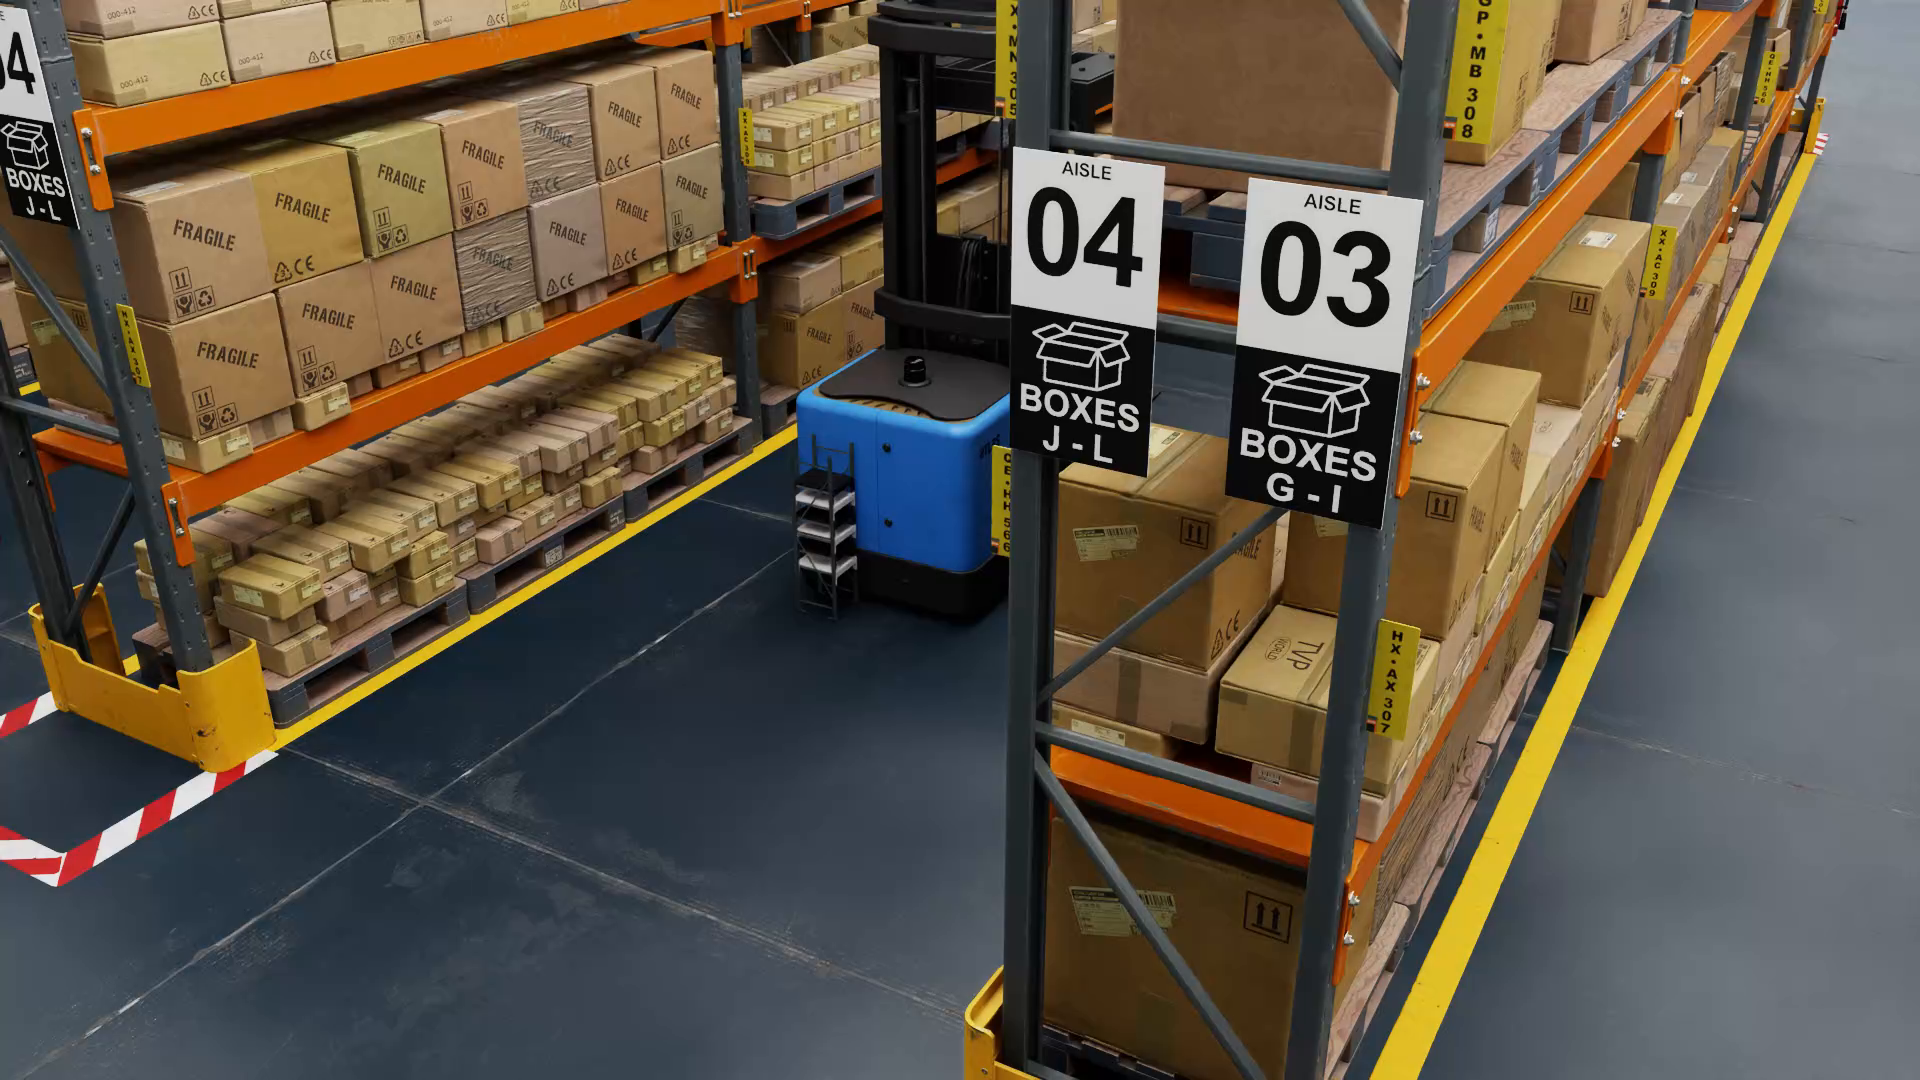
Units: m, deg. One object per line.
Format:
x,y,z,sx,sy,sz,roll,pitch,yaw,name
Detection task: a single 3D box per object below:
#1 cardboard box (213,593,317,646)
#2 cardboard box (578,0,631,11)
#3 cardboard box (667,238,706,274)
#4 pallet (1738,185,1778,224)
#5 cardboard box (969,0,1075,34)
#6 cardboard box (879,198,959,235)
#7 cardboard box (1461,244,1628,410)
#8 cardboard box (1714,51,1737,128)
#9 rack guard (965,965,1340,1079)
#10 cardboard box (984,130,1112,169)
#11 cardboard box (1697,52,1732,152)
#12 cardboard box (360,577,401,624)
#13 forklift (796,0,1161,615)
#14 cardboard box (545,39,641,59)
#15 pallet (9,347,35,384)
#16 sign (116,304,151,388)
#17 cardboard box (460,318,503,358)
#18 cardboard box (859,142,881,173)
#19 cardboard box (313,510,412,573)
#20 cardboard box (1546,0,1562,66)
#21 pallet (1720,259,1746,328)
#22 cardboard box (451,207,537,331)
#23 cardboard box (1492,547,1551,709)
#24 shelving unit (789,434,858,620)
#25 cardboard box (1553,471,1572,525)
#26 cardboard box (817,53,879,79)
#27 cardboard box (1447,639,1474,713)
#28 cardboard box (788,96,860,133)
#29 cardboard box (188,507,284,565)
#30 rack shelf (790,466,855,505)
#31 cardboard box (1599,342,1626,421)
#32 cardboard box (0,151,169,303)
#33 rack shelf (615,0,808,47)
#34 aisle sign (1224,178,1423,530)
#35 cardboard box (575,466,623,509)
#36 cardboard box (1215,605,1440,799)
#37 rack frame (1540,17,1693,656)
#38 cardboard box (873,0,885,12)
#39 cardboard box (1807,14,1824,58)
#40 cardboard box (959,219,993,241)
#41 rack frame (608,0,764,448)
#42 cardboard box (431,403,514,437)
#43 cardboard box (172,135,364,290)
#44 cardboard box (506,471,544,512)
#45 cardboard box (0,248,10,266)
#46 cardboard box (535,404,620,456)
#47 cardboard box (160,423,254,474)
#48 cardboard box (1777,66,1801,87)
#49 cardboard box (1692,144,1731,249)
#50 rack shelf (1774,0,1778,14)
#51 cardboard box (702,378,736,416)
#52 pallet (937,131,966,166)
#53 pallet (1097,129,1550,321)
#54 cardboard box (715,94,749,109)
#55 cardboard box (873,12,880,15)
-3.190,0.324,7.636,0.380,0.149,0.250,16,31,28,cardboard box
-1.966,-2.873,8.455,0.500,0.250,0.500,14,30,26,cardboard box
-1.672,-1.642,9.460,0.380,0.149,0.250,13,30,25,cardboard box
6.800,-3.050,15.108,1.003,0.211,1.213,14,30,26,pallet
0.494,-4.265,13.191,0.700,0.500,0.500,14,30,26,cardboard box
-0.347,-2.288,11.955,0.500,0.250,0.500,15,30,27,cardboard box
2.322,-0.879,6.652,0.500,0.500,0.500,15,30,27,cardboard box
4.951,-3.160,11.631,0.700,0.500,0.500,19,32,33,cardboard box
0.585,1.776,5.144,1.175,0.500,0.348,14,30,26,rack guard
0.642,-3.000,13.936,1.050,0.750,0.750,14,30,25,cardboard box
4.159,-2.681,10.022,0.797,0.503,0.637,15,30,28,cardboard box
-2.961,0.252,8.111,0.380,0.149,0.250,15,30,27,cardboard box
0.295,-1.560,9.092,1.130,2.935,3.031,13,30,25,forklift
-2.138,-2.544,9.421,0.500,0.500,0.500,15,30,27,cardboard box
-7.104,-1.089,11.189,1.003,0.211,1.213,14,30,26,pallet
-3.199,-0.750,6.431,0.100,0.325,0.005,14,30,26,sign
-2.504,-1.044,8.264,0.380,0.149,0.250,15,30,28,cardboard box
-0.727,-2.473,10.650,0.380,0.149,0.250,15,30,27,cardboard box
-2.851,0.005,7.940,0.380,0.149,0.250,14,30,26,cardboard box
1.583,-1.829,5.510,0.700,0.500,0.500,16,31,28,cardboard box
5.520,-2.000,13.009,1.003,0.211,1.213,14,30,26,pallet
-2.471,-1.377,8.206,0.500,0.500,0.500,13,30,25,cardboard box
2.171,0.092,7.620,0.875,0.875,0.875,14,30,26,cardboard box
-0.681,-0.061,8.366,0.258,0.900,0.210,13,30,25,shelving unit
2.194,-0.206,6.590,0.380,0.149,0.250,15,30,27,cardboard box
-0.777,-3.292,11.622,0.380,0.149,0.250,15,30,28,cardboard box
1.437,0.393,5.394,0.380,0.149,0.250,14,30,25,cardboard box
-0.849,-2.645,10.329,0.380,0.149,0.250,14,30,27,cardboard box
-3.458,-0.009,7.968,0.380,0.149,0.250,15,30,27,cardboard box
-0.681,-0.272,8.260,0.258,0.077,0.200,13,30,25,rack shelf
2.576,-0.746,7.225,0.500,0.250,0.500,14,30,25,cardboard box
-3.663,-1.341,7.016,0.500,0.500,0.500,14,30,25,cardboard box
-3.111,-5.109,16.909,1.077,0.370,4.000,14,30,26,rack shelf
0.823,-0.419,3.833,0.394,0.787,0.004,14,30,26,aisle sign
-2.109,-0.323,9.261,0.380,0.149,0.250,14,30,26,cardboard box
1.068,0.455,4.825,0.500,0.250,0.500,13,30,25,cardboard box
2.565,-0.910,7.717,1.000,3.000,0.127,14,30,26,rack frame
-1.107,-6.306,19.536,0.380,0.149,0.250,16,31,29,cardboard box
7.052,-4.554,14.553,0.875,0.500,0.500,14,30,26,cardboard box
-0.091,-2.155,12.527,0.500,0.500,0.500,16,31,28,cardboard box
-1.704,-2.042,9.977,1.000,3.000,0.127,14,30,26,rack frame
-2.689,-0.616,9.181,0.380,0.149,0.250,13,29,24,cardboard box
-2.977,-1.422,7.179,0.500,0.500,0.500,15,30,28,cardboard box
-2.455,-0.304,8.889,0.380,0.149,0.250,16,31,28,cardboard box
-6.465,-1.913,12.114,0.875,0.438,0.875,14,30,25,cardboard box
-2.108,-0.608,9.164,0.380,0.149,0.250,13,29,24,cardboard box
-3.227,-0.424,7.028,0.380,0.149,0.250,14,30,26,cardboard box
6.868,-3.933,14.036,0.380,0.149,0.250,14,30,26,cardboard box
4.255,-2.074,9.930,0.500,0.500,0.500,14,30,26,cardboard box
5.517,-4.268,11.878,1.077,0.370,4.000,14,30,26,rack shelf
-1.582,-0.895,10.070,0.380,0.149,0.250,15,30,27,cardboard box
-0.674,-2.734,11.575,1.003,0.211,1.213,14,30,26,pallet
0.953,-0.944,4.533,1.003,0.211,1.213,14,30,26,pallet
-1.545,-2.687,10.415,0.380,0.149,0.250,13,29,25,cardboard box
-1.092,-6.087,19.824,0.500,0.500,0.500,16,31,29,cardboard box
